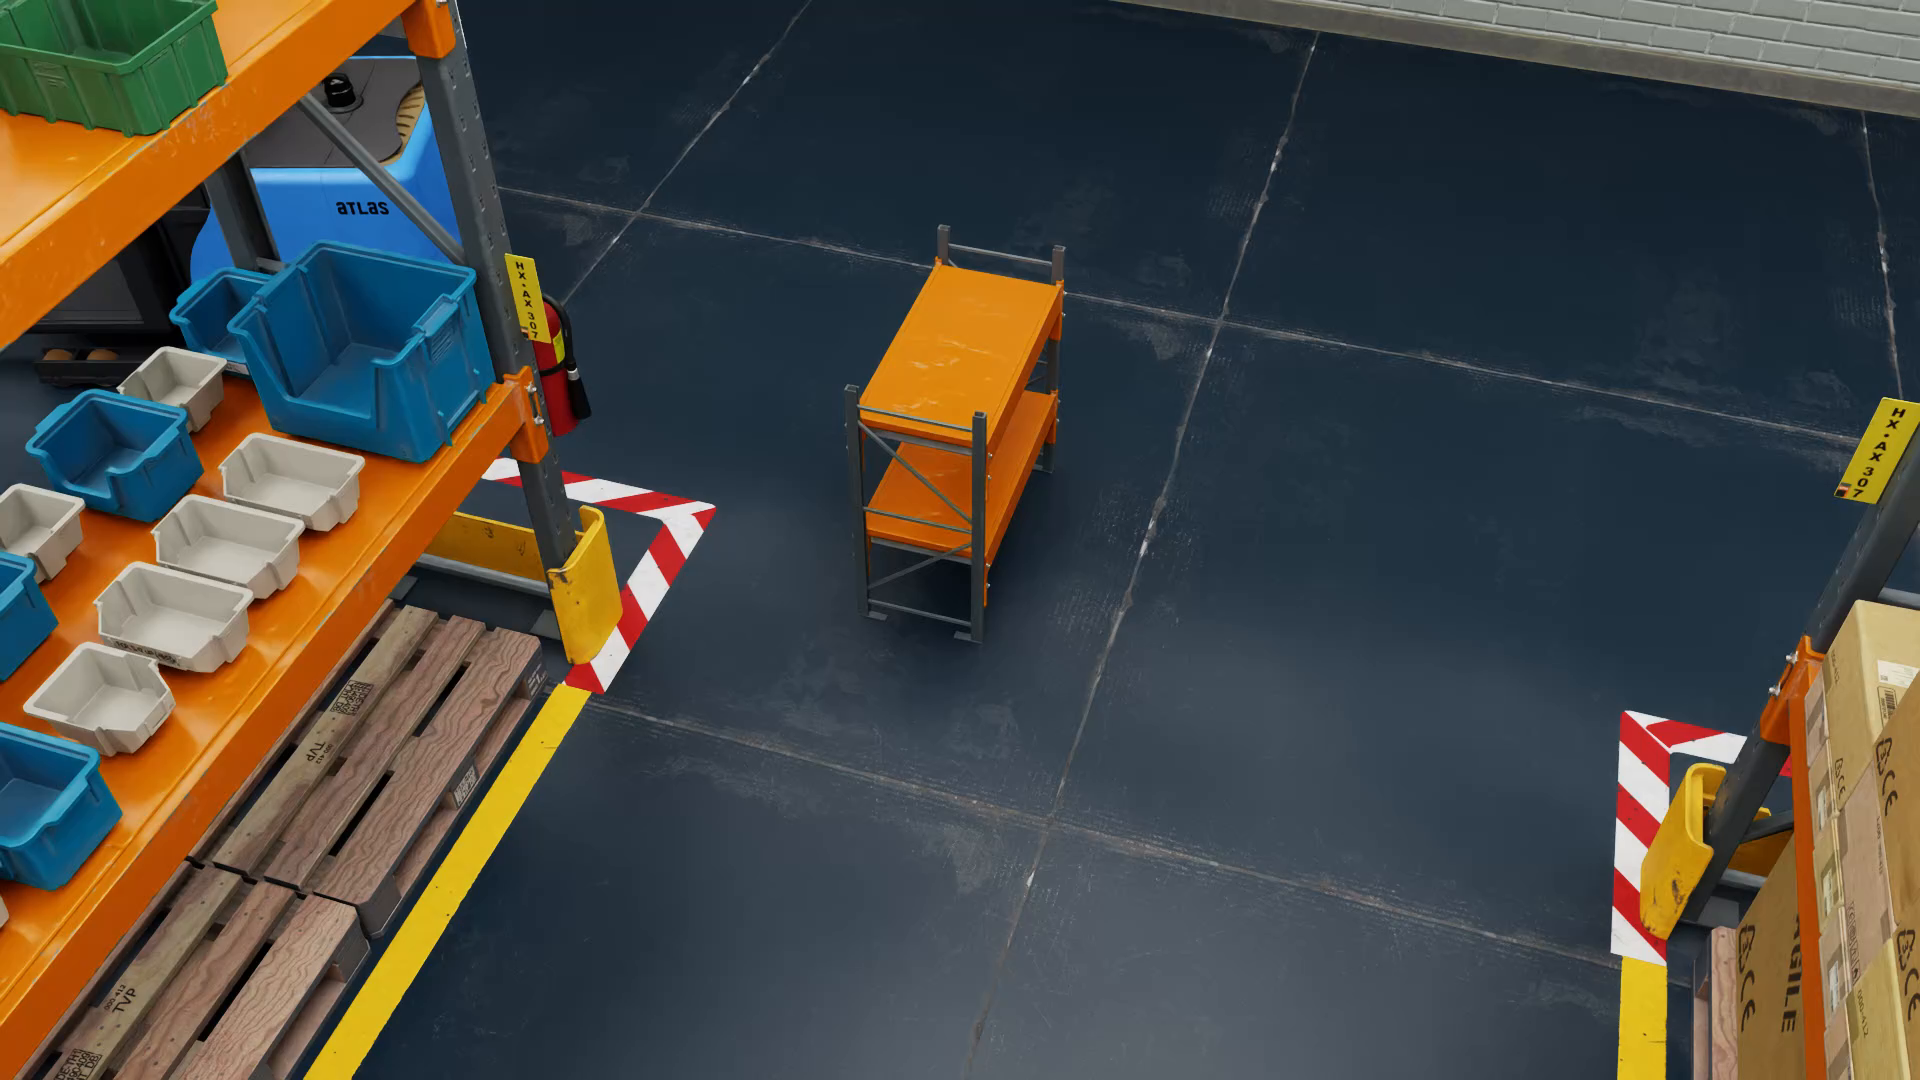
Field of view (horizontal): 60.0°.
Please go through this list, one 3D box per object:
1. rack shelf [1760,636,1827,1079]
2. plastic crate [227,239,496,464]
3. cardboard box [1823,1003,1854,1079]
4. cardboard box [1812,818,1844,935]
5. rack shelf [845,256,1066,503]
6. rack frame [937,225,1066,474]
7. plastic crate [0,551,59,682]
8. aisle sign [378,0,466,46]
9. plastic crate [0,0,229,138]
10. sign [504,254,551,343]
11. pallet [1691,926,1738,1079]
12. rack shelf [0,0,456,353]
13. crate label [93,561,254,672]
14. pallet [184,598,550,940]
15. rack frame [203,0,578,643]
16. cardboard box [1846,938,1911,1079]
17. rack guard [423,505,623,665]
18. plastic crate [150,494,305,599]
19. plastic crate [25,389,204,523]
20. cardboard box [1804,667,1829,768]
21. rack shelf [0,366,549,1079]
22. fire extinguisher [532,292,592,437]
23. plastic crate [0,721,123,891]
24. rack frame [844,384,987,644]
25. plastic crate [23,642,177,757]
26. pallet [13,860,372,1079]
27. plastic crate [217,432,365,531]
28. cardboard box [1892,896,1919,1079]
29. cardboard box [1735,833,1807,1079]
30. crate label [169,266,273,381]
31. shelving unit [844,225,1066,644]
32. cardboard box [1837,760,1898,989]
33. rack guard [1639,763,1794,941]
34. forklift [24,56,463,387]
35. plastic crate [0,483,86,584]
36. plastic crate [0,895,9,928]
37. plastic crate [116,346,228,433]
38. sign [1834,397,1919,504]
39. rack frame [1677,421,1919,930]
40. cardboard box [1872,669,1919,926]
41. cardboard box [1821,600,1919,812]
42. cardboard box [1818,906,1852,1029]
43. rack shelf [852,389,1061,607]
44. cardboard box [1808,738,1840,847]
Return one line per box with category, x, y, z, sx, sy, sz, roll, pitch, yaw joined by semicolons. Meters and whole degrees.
rack shelf;2.218;1.830;3.250;1.077;0.370;4.000;13;46;13
plastic crate;-1.820;-0.581;5.131;0.616;0.435;0.499;13;46;13
cardboard box;2.092;1.181;3.578;0.380;0.149;0.250;12;46;12
cardboard box;2.248;0.838;3.929;0.380;0.149;0.250;12;46;12
rack shelf;0.002;-0.616;6.156;0.538;0.278;1.000;13;46;13
rack frame;0.156;-0.745;6.707;0.500;1.125;0.032;13;46;13
plastic crate;-2.684;0.201;4.477;0.416;0.233;0.300;13;46;13
aisle sign;-1.596;-1.725;4.509;0.394;0.787;0.004;13;46;13
plastic crate;-1.923;-1.088;3.724;0.450;0.188;0.336;13;46;13
sign;-1.368;-0.762;5.268;0.100;0.325;0.005;13;46;13
pallet;2.656;1.786;4.774;1.003;0.211;1.213;13;46;13
rack shelf;-2.502;-0.292;3.273;1.077;0.370;4.000;13;46;13
crate label;-2.134;0.226;4.520;0.396;0.136;0.243;13;46;13
pallet;-2.183;0.728;5.855;1.003;0.211;1.213;13;46;13
rack frame;-1.897;-0.810;5.433;1.000;3.000;0.127;13;46;13
cardboard box;2.114;1.131;3.344;0.500;0.250;0.500;11;45;11
rack guard;-1.902;0.065;6.326;1.175;0.500;0.348;13;46;13
plastic crate;-2.073;0.035;4.715;0.396;0.136;0.243;13;46;13
plastic crate;-2.485;-0.238;4.925;0.416;0.233;0.300;13;46;13
cardboard box;2.402;0.496;4.278;0.380;0.149;0.250;13;46;13
rack shelf;-2.502;0.780;4.322;1.077;0.370;4.000;13;46;13
fire extinguisher;-1.418;-0.653;5.595;0.296;0.674;0.183;13;46;13
plastic crate;-2.274;0.652;4.016;0.416;0.233;0.300;13;46;13
rack frame;-0.152;-0.068;6.015;0.500;1.125;0.032;13;46;13
plastic crate;-2.206;0.427;4.314;0.298;0.136;0.250;13;46;13
pallet;-2.555;1.539;5.026;1.003;0.211;1.213;13;46;13
plastic crate;-1.971;-0.155;4.909;0.396;0.136;0.243;13;46;13
cardboard box;2.118;0.861;3.084;0.500;0.500;0.500;11;46;11
cardboard box;2.706;1.292;4.504;0.875;0.875;0.875;13;46;13
crate label;-2.285;-0.677;5.373;0.416;0.233;0.303;13;46;13
shelving unit;0.002;-0.407;6.361;0.538;1.125;1.048;13;46;13
cardboard box;2.270;0.797;3.685;0.500;0.250;0.500;12;46;12
rack guard;2.831;1.117;5.251;1.175;0.500;0.348;13;46;13
forklift;-3.737;-2.107;6.808;3.031;2.935;1.130;0;44;0
plastic crate;-2.667;0.006;4.744;0.250;0.136;0.298;13;46;13
plastic crate;-2.470;0.899;3.729;0.437;0.282;0.530;13;46;13
plastic crate;-2.461;-0.446;5.207;0.250;0.136;0.298;13;46;13
sign;2.297;-0.220;4.154;0.100;0.325;0.005;13;46;13
rack frame;2.824;0.239;4.361;1.000;3.000;0.127;13;46;13
cardboard box;2.270;0.515;3.438;0.500;0.500;0.500;12;46;12
cardboard box;2.421;0.449;4.041;0.500;0.250;0.500;11;46;11
cardboard box;2.170;1.012;3.751;0.380;0.149;0.250;12;46;12
rack shelf;0.002;-0.232;6.532;0.538;0.278;1.000;13;46;13
cardboard box;2.325;0.667;4.103;0.380;0.149;0.250;12;46;12
